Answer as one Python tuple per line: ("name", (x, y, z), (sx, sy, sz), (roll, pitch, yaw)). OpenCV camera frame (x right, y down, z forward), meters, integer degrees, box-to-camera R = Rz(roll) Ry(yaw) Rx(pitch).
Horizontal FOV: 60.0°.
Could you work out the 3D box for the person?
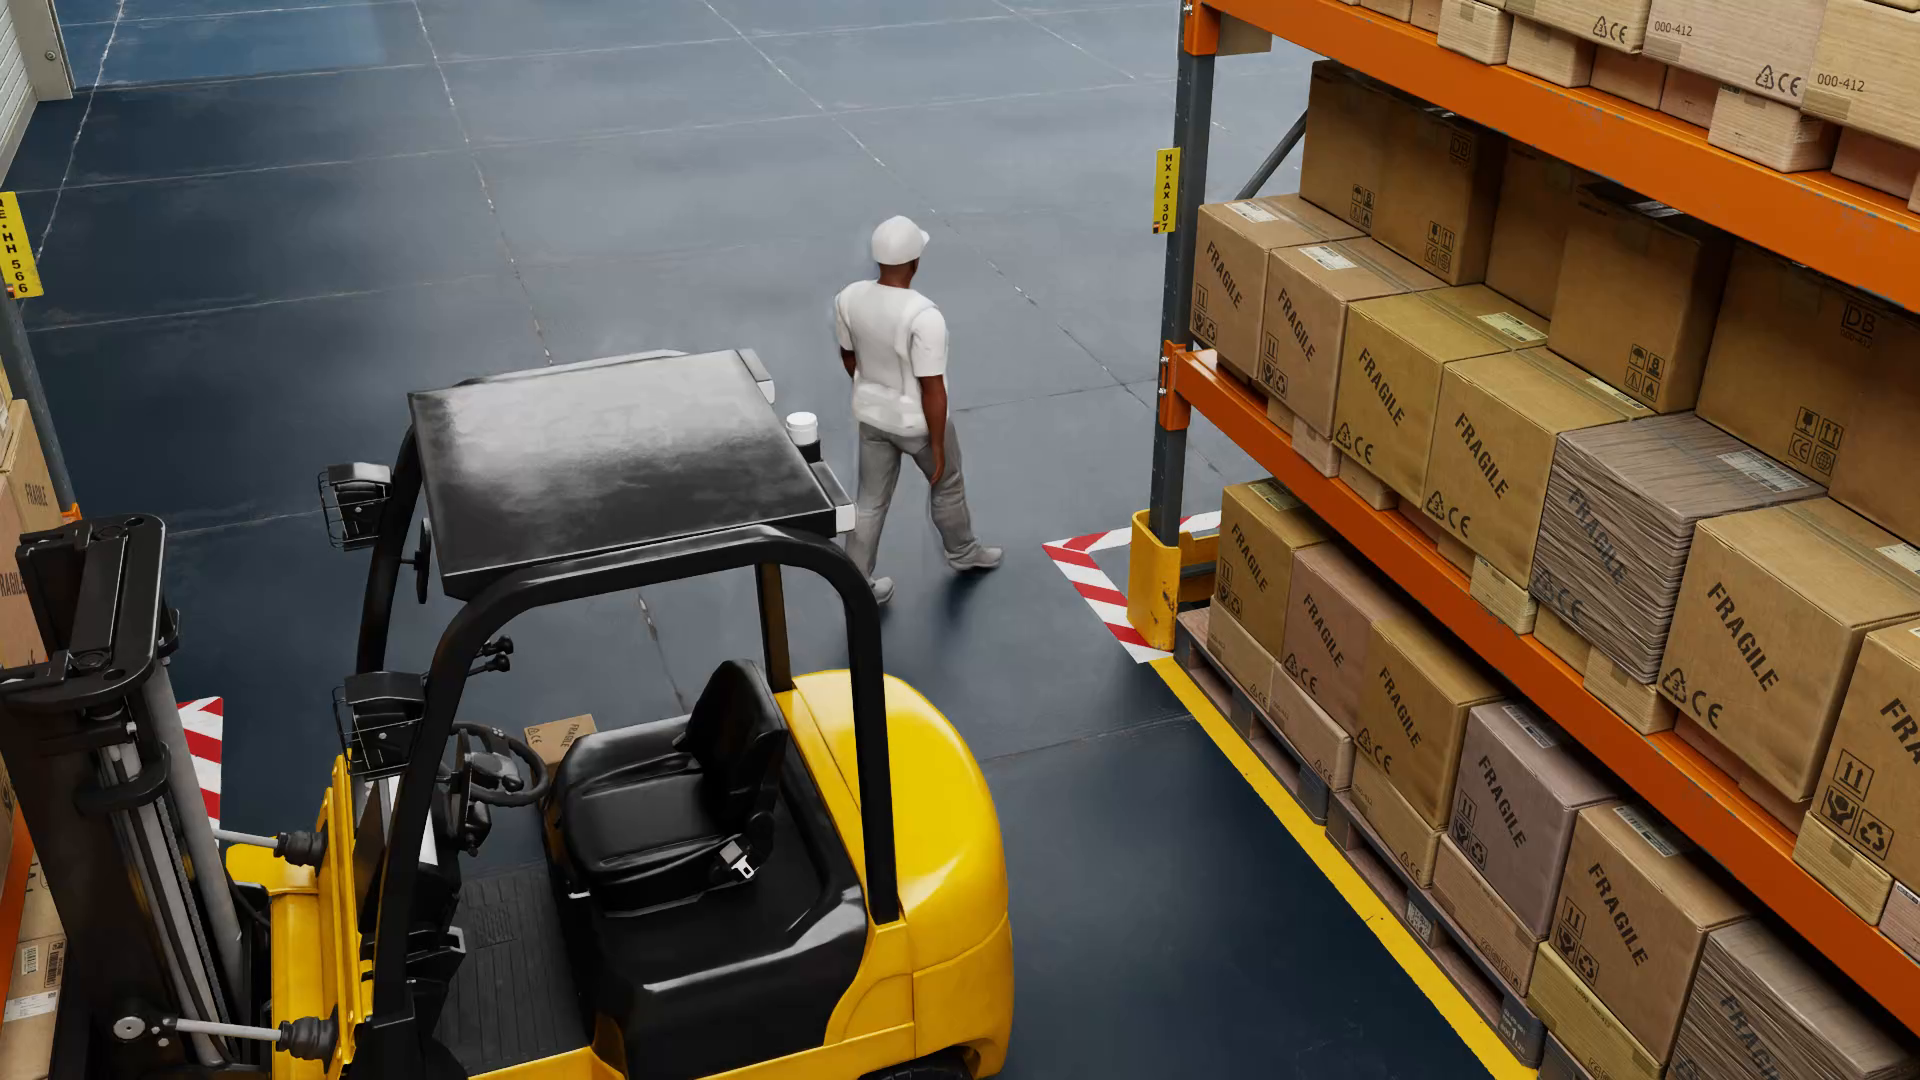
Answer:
("person", (-0.202, -0.557, 7.077), (0.610, 1.758, 0.884), (17, 34, 28))
